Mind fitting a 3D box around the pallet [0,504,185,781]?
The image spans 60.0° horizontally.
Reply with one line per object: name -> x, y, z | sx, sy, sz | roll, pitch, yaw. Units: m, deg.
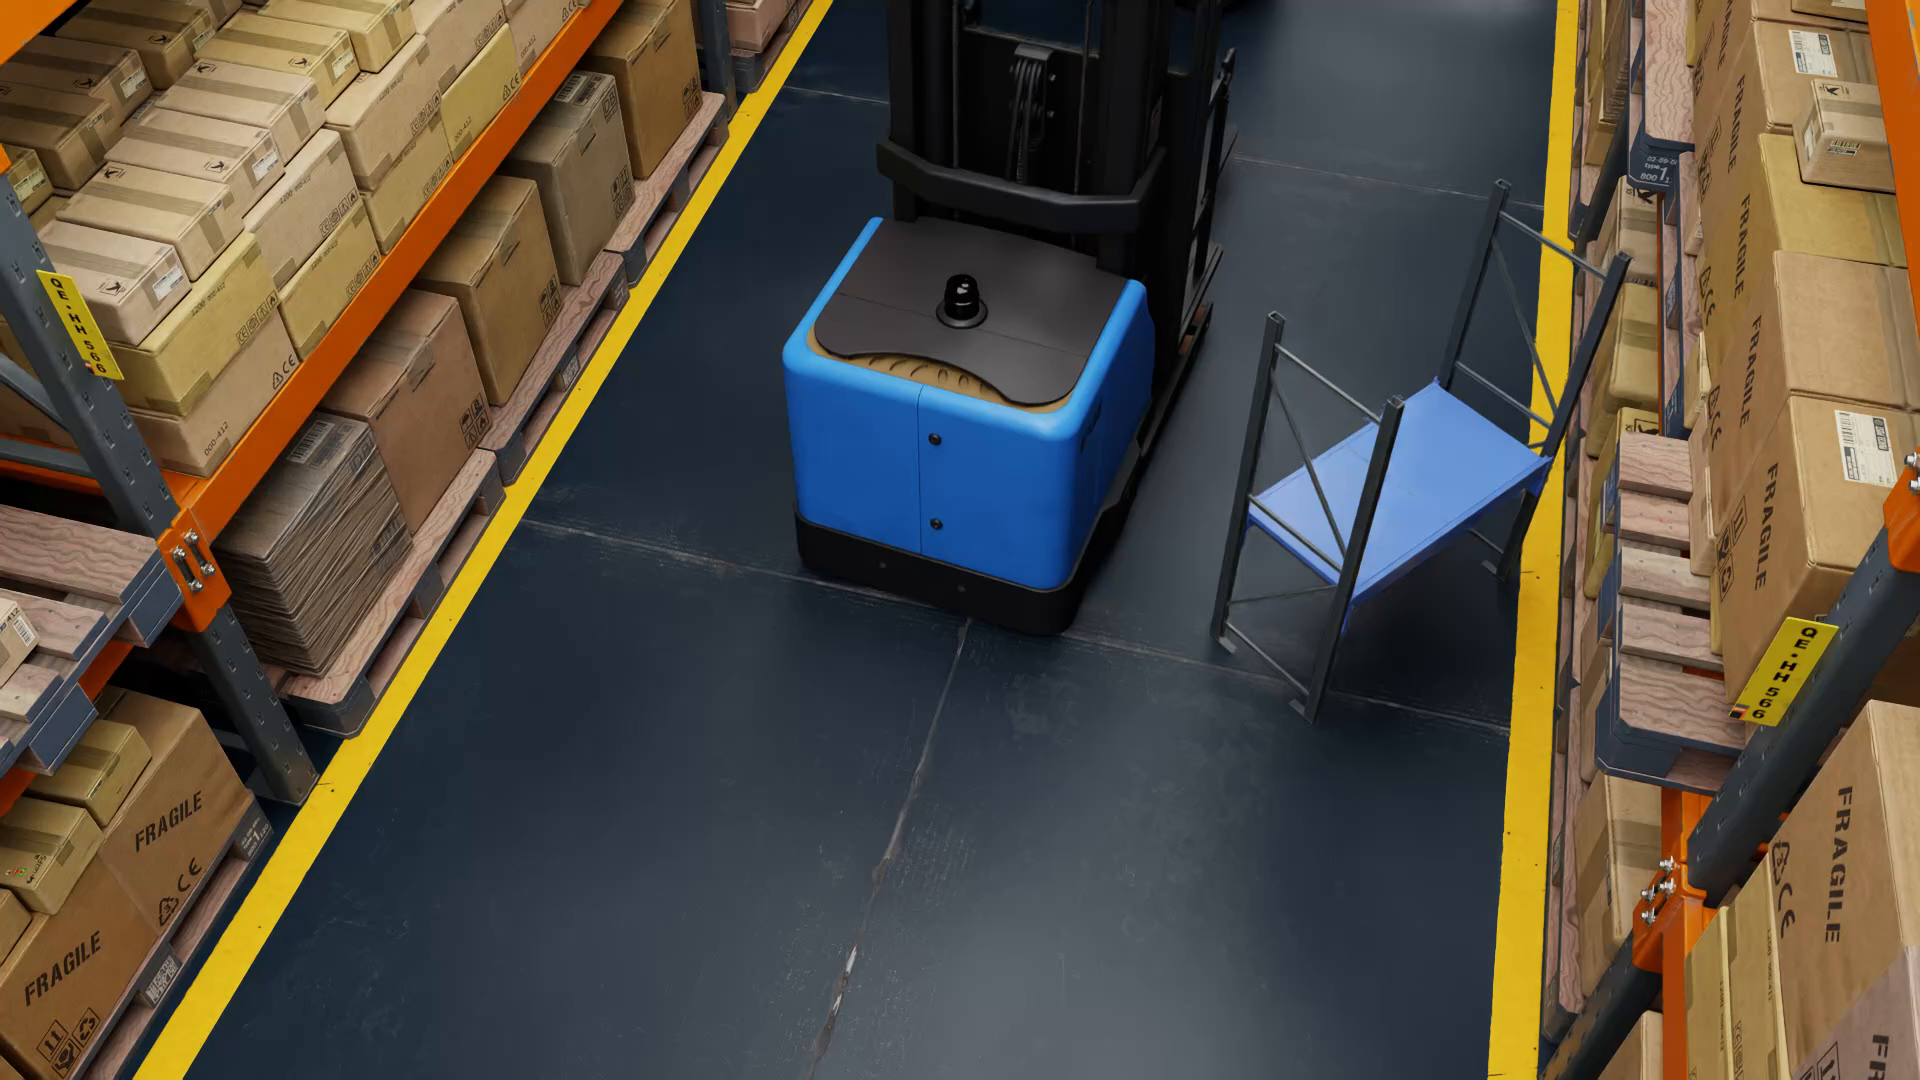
pallet -> -2.743, 0.314, 4.101 | 1.213, 0.211, 1.003 | 12, 50, 10

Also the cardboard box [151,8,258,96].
cardboard box -> -2.514, -1.482, 5.324 | 0.500, 0.250, 0.500 | 11, 50, 10

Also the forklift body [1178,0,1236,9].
forklift body -> 0.734, -4.028, 8.371 | 2.313, 2.155, 1.214 | 12, 50, 10

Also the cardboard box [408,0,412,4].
cardboard box -> -1.959, -1.817, 5.354 | 0.380, 0.149, 0.250 | 12, 50, 10

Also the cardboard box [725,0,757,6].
cardboard box -> -1.154, -2.831, 7.968 | 0.500, 0.250, 0.500 | 11, 50, 10

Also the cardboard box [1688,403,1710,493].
cardboard box -> 2.115, -0.196, 4.310 | 0.380, 0.149, 0.250 | 9, 49, 8

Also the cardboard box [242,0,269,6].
cardboard box -> -2.356, -1.891, 5.419 | 0.380, 0.149, 0.250 | 13, 50, 11

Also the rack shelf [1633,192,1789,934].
rack shelf -> 2.684, -0.486, 5.158 | 1.077, 0.370, 4.000 | 12, 50, 10

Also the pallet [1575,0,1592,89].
pallet -> 3.672, -2.626, 8.427 | 1.003, 0.211, 1.213 | 12, 50, 10

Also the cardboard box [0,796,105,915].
cardboard box -> -2.560, 0.830, 4.471 | 0.380, 0.149, 0.250 | 9, 49, 8

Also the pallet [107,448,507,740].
pallet -> -2.378, 0.081, 6.038 | 1.003, 0.211, 1.213 | 12, 50, 10

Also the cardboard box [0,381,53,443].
cardboard box -> -2.761, -0.580, 4.861 | 0.500, 0.250, 0.500 | 11, 49, 9

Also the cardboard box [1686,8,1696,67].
cardboard box -> 2.686, -1.710, 5.646 | 0.380, 0.149, 0.250 | 12, 50, 11

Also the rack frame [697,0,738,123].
rack frame -> -1.579, -3.147, 7.027 | 1.000, 3.000, 0.127 | 12, 50, 10

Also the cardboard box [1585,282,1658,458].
cardboard box -> 2.889, -0.539, 6.198 | 0.950, 0.372, 0.625 | 14, 50, 12

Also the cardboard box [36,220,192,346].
cardboard box -> -2.264, -0.674, 4.345 | 0.380, 0.149, 0.250 | 13, 50, 11

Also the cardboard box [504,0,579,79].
cardboard box -> -1.747, -1.964, 6.083 | 0.500, 0.250, 0.500 | 12, 50, 10

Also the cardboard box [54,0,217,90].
cardboard box -> -2.512, -1.529, 5.099 | 0.380, 0.149, 0.250 | 11, 50, 10

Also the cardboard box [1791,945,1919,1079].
cardboard box -> 1.671, 1.028, 2.609 | 0.500, 0.500, 0.500 | 12, 50, 10

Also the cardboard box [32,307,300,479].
cardboard box -> -2.280, -0.477, 4.771 | 0.500, 0.250, 0.500 | 12, 50, 10

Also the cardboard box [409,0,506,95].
cardboard box -> -1.881, -1.754, 5.564 | 0.500, 0.250, 0.500 | 12, 50, 11

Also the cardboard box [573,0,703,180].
cardboard box -> -1.706, -2.121, 7.425 | 0.875, 0.625, 0.625 | 14, 50, 12

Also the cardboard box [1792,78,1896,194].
cardboard box -> 2.316, -1.001, 4.155 | 0.380, 0.149, 0.250 | 9, 49, 8

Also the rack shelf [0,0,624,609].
rack shelf -> -2.106, -1.463, 6.020 | 1.077, 0.370, 4.000 | 12, 50, 10

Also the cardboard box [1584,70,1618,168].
cardboard box -> 3.107, -1.880, 7.463 | 0.500, 0.250, 0.500 | 14, 50, 12

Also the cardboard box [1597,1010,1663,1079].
cardboard box -> 1.896, 1.770, 3.824 | 0.875, 0.875, 0.875 | 11, 50, 10

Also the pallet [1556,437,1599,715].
pallet -> 2.688, 0.201, 5.932 | 1.003, 0.211, 1.213 | 12, 50, 10

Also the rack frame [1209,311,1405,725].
rack frame -> 1.060, -0.018, 5.265 | 0.032, 1.500, 0.500 | -31, 55, -24

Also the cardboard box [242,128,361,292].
cardboard box -> -2.147, -1.005, 4.903 | 0.500, 0.250, 0.500 | 13, 50, 11

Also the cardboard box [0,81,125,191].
cardboard box -> -2.654, -1.164, 4.777 | 0.380, 0.149, 0.250 | 12, 50, 10

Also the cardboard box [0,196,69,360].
cardboard box -> -2.782, -0.750, 4.677 | 0.500, 0.250, 0.500 | 13, 50, 11

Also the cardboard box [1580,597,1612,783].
cardboard box -> 2.502, 0.511, 5.271 | 0.950, 0.372, 0.625 | 11, 49, 9

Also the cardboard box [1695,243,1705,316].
cardboard box -> 2.348, -0.753, 4.801 | 0.380, 0.149, 0.250 | 10, 49, 9

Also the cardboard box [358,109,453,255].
cardboard box -> -2.014, -1.214, 5.421 | 0.500, 0.250, 0.500 | 10, 49, 9

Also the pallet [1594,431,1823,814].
pallet -> 2.242, 0.250, 4.157 | 1.213, 0.211, 1.003 | 12, 50, 10

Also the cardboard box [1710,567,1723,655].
cardboard box -> 2.018, 0.175, 3.982 | 0.380, 0.149, 0.250 | 12, 50, 11

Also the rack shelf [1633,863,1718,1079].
rack shelf -> 1.631, 2.407, 2.604 | 1.077, 0.370, 4.000 | 12, 50, 10

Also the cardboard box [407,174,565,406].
cardboard box -> -2.113, -1.017, 6.451 | 0.875, 0.625, 0.625 | 10, 49, 8

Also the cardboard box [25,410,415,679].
cardboard box -> -2.455, -0.056, 5.602 | 0.875, 0.625, 0.625 | 13, 50, 11

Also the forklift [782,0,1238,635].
forklift -> 0.410, -1.762, 5.851 | 1.130, 2.935, 3.031 | 16, 51, 14

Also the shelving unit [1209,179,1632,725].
shelving unit -> 1.457, -0.255, 5.475 | 1.048, 1.500, 0.538 | -31, 55, -24

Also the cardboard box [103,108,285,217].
cardboard box -> -2.152, -1.059, 4.684 | 0.380, 0.149, 0.250 | 13, 50, 11

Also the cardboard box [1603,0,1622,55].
cardboard box -> 3.239, -2.497, 7.507 | 0.500, 0.500, 0.500 | 12, 50, 11

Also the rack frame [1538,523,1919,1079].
rack frame -> 2.158, 0.723, 3.611 | 1.000, 3.000, 0.127 | 12, 50, 10

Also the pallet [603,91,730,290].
pallet -> -1.736, -1.684, 7.595 | 1.003, 0.211, 1.213 | 12, 50, 10

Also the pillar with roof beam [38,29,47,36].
pillar with roof beam -> 0.995, -2.511, 2.464 | 9.100, 9.000, 0.400 | 12, 50, 10

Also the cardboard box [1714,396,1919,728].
cardboard box -> 2.009, 0.069, 3.644 | 0.500, 0.500, 0.500 | 10, 49, 9

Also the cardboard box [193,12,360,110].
cardboard box -> -2.058, -1.438, 5.019 | 0.380, 0.149, 0.250 | 12, 50, 10

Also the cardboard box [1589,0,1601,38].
cardboard box -> 3.376, -2.634, 8.128 | 0.500, 0.250, 0.500 | 12, 50, 11

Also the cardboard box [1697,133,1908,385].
cardboard box -> 2.266, -0.673, 4.298 | 0.500, 0.500, 0.500 | 9, 49, 7

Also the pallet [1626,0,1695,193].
pallet -> 2.869, -1.583, 5.774 | 1.003, 0.211, 1.213 | 12, 50, 10

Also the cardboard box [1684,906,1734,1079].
cardboard box -> 1.786, 1.077, 3.399 | 0.500, 0.250, 0.500 | 11, 49, 9

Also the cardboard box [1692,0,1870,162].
cardboard box -> 2.536, -1.441, 4.976 | 0.500, 0.500, 0.500 | 11, 50, 10

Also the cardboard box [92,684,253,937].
cardboard box -> -2.536, 0.782, 4.946 | 0.500, 0.500, 0.500 | 13, 50, 11

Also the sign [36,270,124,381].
sign -> -2.106, -0.511, 3.981 | 0.100, 0.325, 0.005 | 12, 50, 10
